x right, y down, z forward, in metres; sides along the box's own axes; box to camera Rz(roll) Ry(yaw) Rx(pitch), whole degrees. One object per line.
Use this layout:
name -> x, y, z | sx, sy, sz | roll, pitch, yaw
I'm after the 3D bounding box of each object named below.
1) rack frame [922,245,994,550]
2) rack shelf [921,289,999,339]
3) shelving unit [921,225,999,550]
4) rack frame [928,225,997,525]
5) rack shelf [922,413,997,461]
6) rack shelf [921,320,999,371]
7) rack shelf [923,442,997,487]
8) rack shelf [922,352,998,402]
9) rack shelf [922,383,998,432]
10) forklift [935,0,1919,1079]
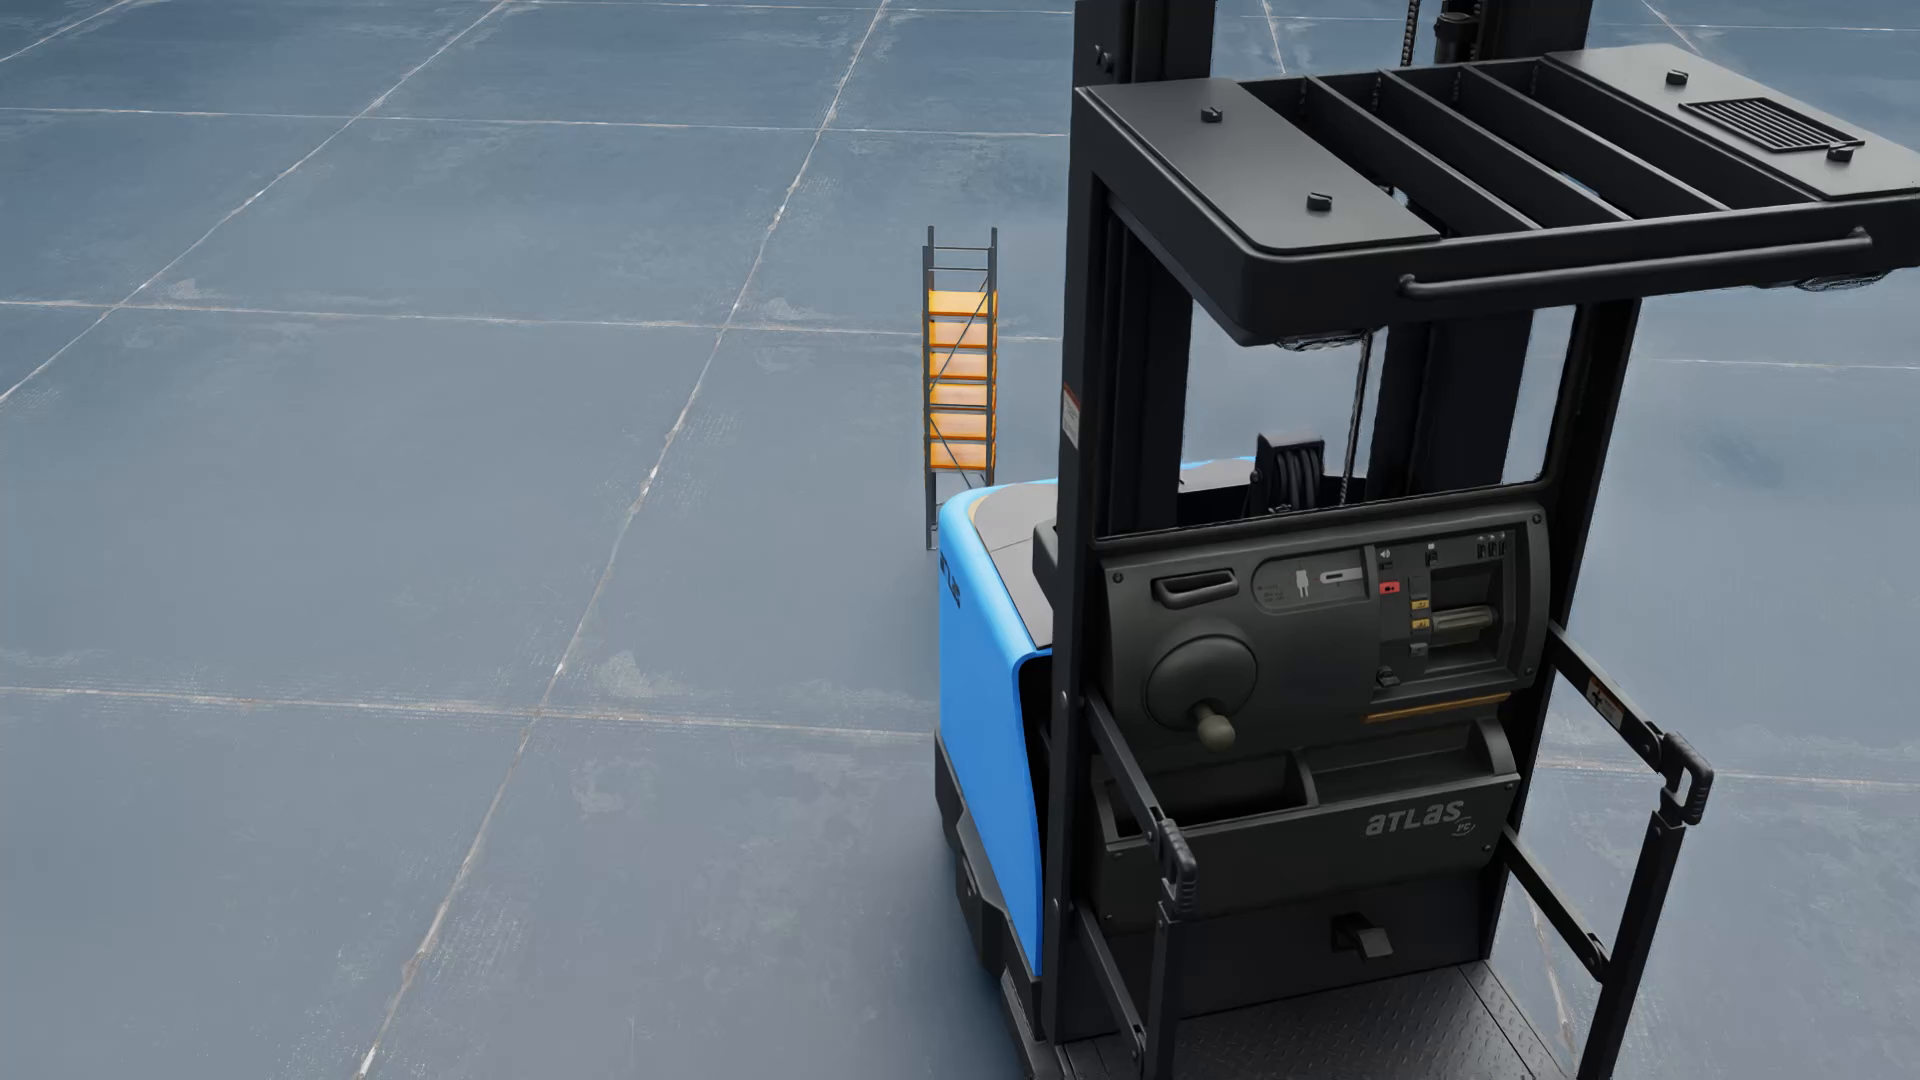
rack frame -> -0.006, -0.471, 5.870 | 0.240, 1.200, 0.006 | 2, 32, 4
rack shelf -> 0.001, -0.787, 5.782 | 0.258, 0.103, 0.180 | 2, 32, 4
shelving unit -> 0.001, -0.518, 5.947 | 0.258, 1.200, 0.189 | 2, 32, 4
rack frame -> 0.009, -0.566, 6.025 | 0.240, 1.200, 0.006 | 2, 32, 4
rack shelf -> 0.001, -0.378, 6.034 | 0.258, 0.103, 0.180 | 2, 32, 4
rack shelf -> 0.001, -0.685, 5.845 | 0.258, 0.103, 0.180 | 2, 32, 4
rack shelf -> 0.001, -0.276, 6.097 | 0.258, 0.103, 0.180 | 2, 32, 4
rack shelf -> 0.001, -0.583, 5.908 | 0.258, 0.103, 0.180 | 2, 32, 4
rack shelf -> 0.001, -0.481, 5.971 | 0.258, 0.103, 0.180 | 2, 32, 4
forklift -> 0.785, 0.224, 3.092 | 1.130, 2.935, 3.031 | -8, 32, -12
